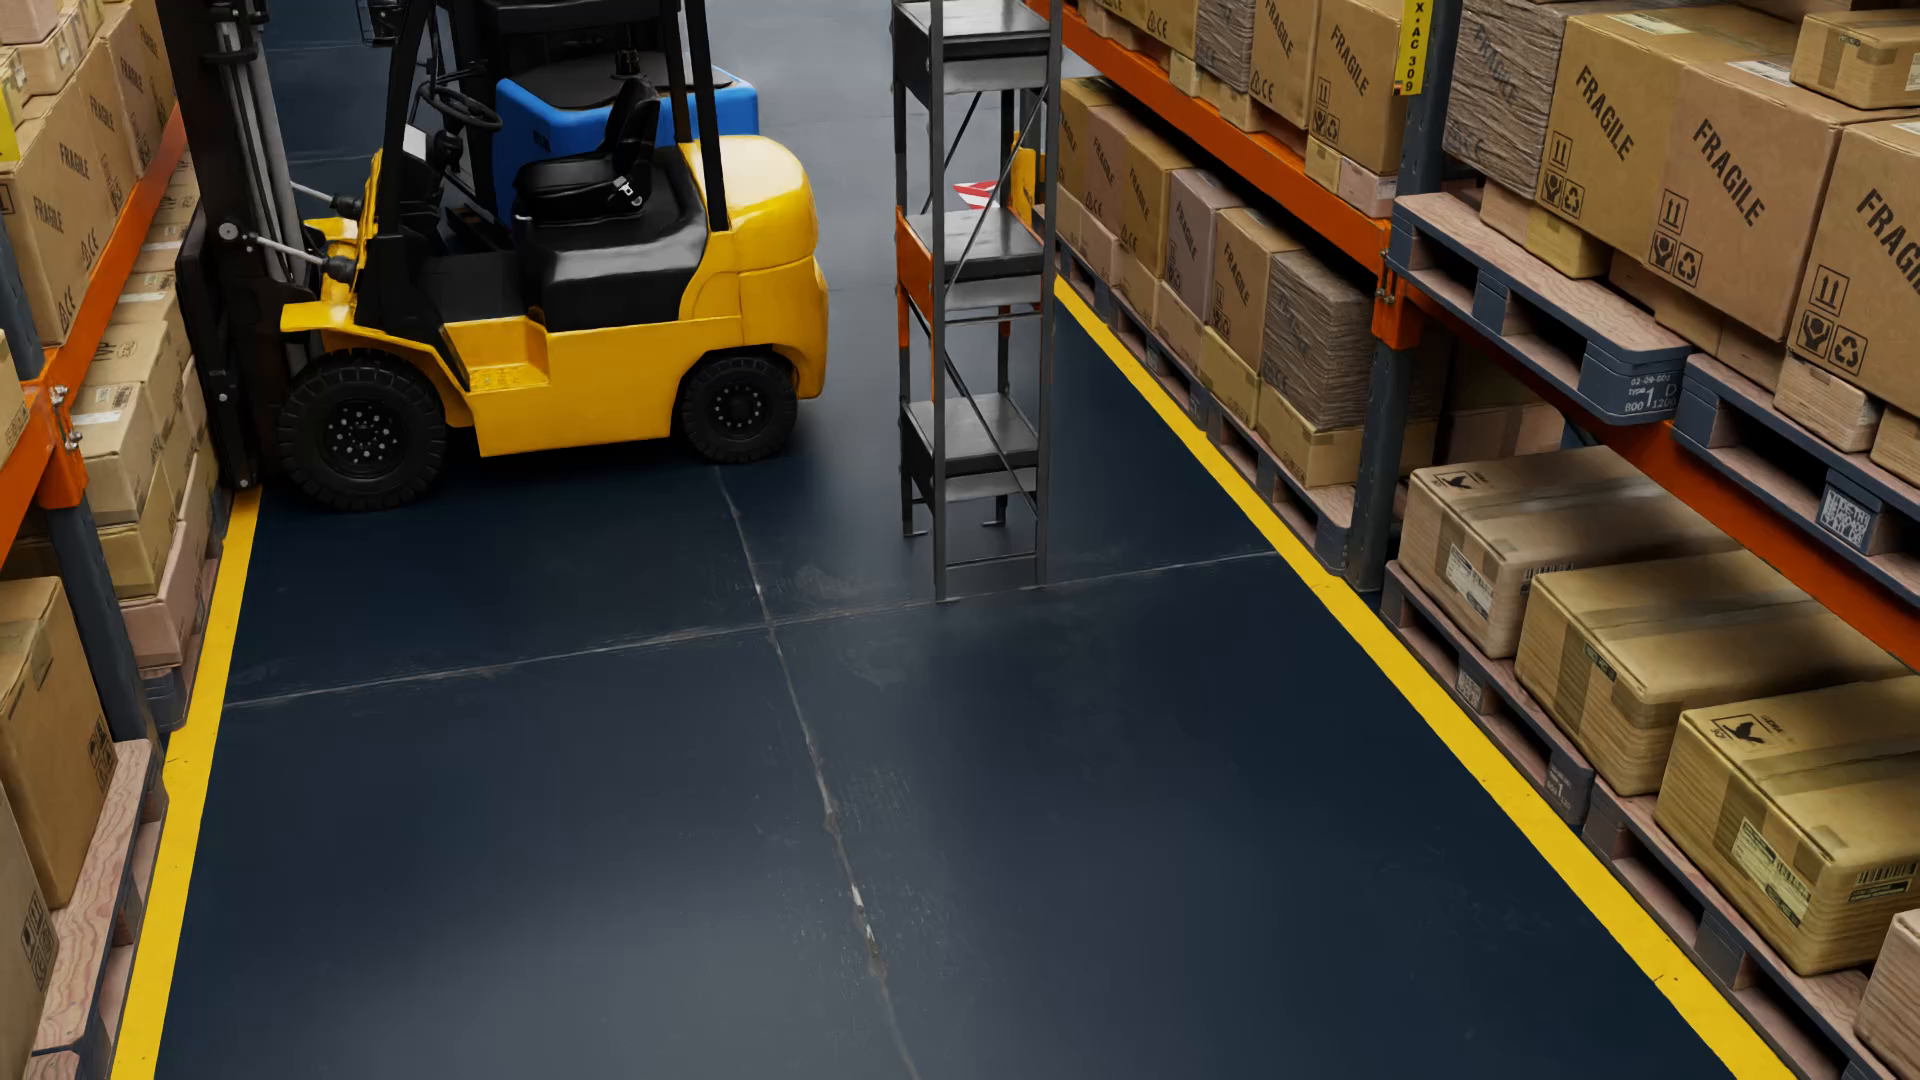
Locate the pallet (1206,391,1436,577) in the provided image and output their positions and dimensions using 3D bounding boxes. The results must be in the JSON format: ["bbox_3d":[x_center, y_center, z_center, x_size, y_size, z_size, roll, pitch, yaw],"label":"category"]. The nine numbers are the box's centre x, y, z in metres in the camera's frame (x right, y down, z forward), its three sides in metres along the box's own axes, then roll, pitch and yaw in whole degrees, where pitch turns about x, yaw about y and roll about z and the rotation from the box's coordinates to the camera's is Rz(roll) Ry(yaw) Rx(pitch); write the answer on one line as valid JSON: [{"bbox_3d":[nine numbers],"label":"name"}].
[{"bbox_3d":[1.670,-0.310,6.575,1.003,0.211,1.213,-8,31,-13],"label":"pallet"}]

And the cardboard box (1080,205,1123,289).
[{"bbox_3d":[0.897,-1.447,8.081,0.500,0.250,0.500,-7,31,-11],"label":"cardboard box"}]

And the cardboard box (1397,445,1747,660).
[{"bbox_3d":[2.024,0.011,5.440,0.950,0.372,0.625,-7,31,-13],"label":"cardboard box"}]

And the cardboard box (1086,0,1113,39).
[{"bbox_3d":[0.807,-2.441,7.724,0.380,0.149,0.250,-7,31,-13],"label":"cardboard box"}]

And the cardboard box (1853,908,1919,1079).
[{"bbox_3d":[2.600,1.061,3.627,0.950,0.372,0.625,-8,31,-14],"label":"cardboard box"}]

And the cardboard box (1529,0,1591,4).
[{"bbox_3d":[1.666,-1.557,4.483,0.380,0.149,0.250,-8,31,-13],"label":"cardboard box"}]

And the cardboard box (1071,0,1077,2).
[{"bbox_3d":[0.711,-2.829,8.394,0.380,0.149,0.250,-8,31,-13],"label":"cardboard box"}]

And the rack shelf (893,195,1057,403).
[{"bbox_3d":[0.044,-0.817,5.593,0.431,0.518,0.480,-8,31,-13],"label":"rack shelf"}]

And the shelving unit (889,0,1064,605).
[{"bbox_3d":[0.044,-0.829,5.586,0.431,2.100,0.503,-8,31,-13],"label":"shelving unit"}]

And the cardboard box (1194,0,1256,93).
[{"bbox_3d":[1.240,-2.048,6.398,0.500,0.500,0.500,-7,31,-12],"label":"cardboard box"}]

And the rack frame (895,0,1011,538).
[{"bbox_3d":[-0.021,-0.947,5.789,0.400,2.100,0.015,-8,31,-13],"label":"rack frame"}]

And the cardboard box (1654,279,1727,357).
[{"bbox_3d":[1.959,-0.583,4.094,0.380,0.149,0.250,-7,31,-13],"label":"cardboard box"}]

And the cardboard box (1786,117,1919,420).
[{"bbox_3d":[2.129,-0.557,3.402,0.500,0.500,0.500,-9,31,-15],"label":"cardboard box"}]

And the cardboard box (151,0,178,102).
[{"bbox_3d":[-3.451,-2.056,6.708,0.500,0.500,0.500,-7,31,-12],"label":"cardboard box"}]

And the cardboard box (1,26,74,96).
[{"bbox_3d":[-2.893,-1.424,4.969,0.380,0.149,0.250,-7,31,-12],"label":"cardboard box"}]

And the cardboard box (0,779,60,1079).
[{"bbox_3d":[-2.554,0.937,3.588,0.875,0.625,0.625,-8,31,-14],"label":"cardboard box"}]

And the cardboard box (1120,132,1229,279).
[{"bbox_3d":[1.044,-1.512,7.445,0.500,0.500,0.500,-7,31,-12],"label":"cardboard box"}]

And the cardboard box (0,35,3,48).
[{"bbox_3d":[-2.933,-1.418,4.661,0.380,0.149,0.250,-8,31,-14],"label":"cardboard box"}]

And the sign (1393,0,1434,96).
[{"bbox_3d":[1.361,-1.496,4.976,0.100,0.325,0.005,-8,31,-13],"label":"sign"}]

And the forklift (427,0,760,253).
[{"bbox_3d":[-2.156,-2.962,8.441,1.130,2.935,3.031,-18,34,-28],"label":"forklift"}]

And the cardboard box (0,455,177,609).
[{"bbox_3d":[-2.733,-0.018,5.113,0.500,0.250,0.500,-8,31,-14],"label":"cardboard box"}]

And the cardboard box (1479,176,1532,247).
[{"bbox_3d":[1.725,-0.961,4.748,0.380,0.149,0.250,-7,31,-13],"label":"cardboard box"}]

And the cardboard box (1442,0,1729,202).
[{"bbox_3d":[1.731,-1.286,4.662,0.500,0.500,0.500,-7,31,-12],"label":"cardboard box"}]

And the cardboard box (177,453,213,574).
[{"bbox_3d":[-2.861,-0.048,5.664,0.500,0.250,0.500,-9,31,-14],"label":"cardboard box"}]

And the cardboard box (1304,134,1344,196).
[{"bbox_3d":[1.431,-1.323,5.792,0.380,0.149,0.250,-7,31,-12],"label":"cardboard box"}]

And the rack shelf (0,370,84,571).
[{"bbox_3d":[-2.371,0.742,2.692,1.077,0.370,4.000,-8,31,-13],"label":"rack shelf"}]

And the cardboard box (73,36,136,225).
[{"bbox_3d":[-3.058,-1.321,5.439,0.500,0.500,0.500,-8,31,-14],"label":"cardboard box"}]

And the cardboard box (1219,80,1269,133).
[{"bbox_3d":[1.231,-1.693,6.432,0.380,0.149,0.250,-8,31,-14],"label":"cardboard box"}]

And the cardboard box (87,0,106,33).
[{"bbox_3d":[-3.124,-1.798,5.614,0.380,0.149,0.250,-8,31,-14],"label":"cardboard box"}]

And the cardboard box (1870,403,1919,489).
[{"bbox_3d":[2.143,-0.203,3.438,0.380,0.149,0.250,-9,31,-15],"label":"cardboard box"}]

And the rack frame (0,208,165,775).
[{"bbox_3d":[-2.902,-0.535,4.180,1.000,3.000,0.127,-8,31,-13],"label":"rack frame"}]

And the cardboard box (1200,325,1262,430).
[{"bbox_3d":[1.316,-0.694,6.781,0.500,0.250,0.500,-9,31,-15],"label":"cardboard box"}]

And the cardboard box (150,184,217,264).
[{"bbox_3d":[-3.256,-1.223,6.695,0.500,0.250,0.500,-7,31,-13],"label":"cardboard box"}]

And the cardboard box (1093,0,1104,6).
[{"bbox_3d":[0.820,-2.786,7.672,0.500,0.500,0.500,-7,31,-12],"label":"cardboard box"}]

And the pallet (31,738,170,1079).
[{"bbox_3d":[-2.669,1.022,4.273,1.003,0.211,1.213,-8,31,-13],"label":"pallet"}]

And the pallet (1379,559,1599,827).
[{"bbox_3d":[2.091,0.386,5.373,1.003,0.211,1.213,-8,31,-13],"label":"pallet"}]

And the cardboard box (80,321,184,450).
[{"bbox_3d":[-2.854,-0.483,5.418,0.500,0.250,0.500,-8,31,-13],"label":"cardboard box"}]

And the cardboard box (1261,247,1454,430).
[{"bbox_3d":[1.467,-0.763,6.152,0.500,0.500,0.500,-8,31,-14],"label":"cardboard box"}]

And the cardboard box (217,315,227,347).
[{"bbox_3d":[-3.124,-0.749,6.377,0.500,0.250,0.500,-8,31,-13],"label":"cardboard box"}]

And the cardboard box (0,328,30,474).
[{"bbox_3d":[-2.516,-0.262,3.858,0.500,0.250,0.500,-7,31,-12],"label":"cardboard box"}]

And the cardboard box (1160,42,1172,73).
[{"bbox_3d":[1.078,-2.070,7.082,0.380,0.149,0.250,-9,31,-15],"label":"cardboard box"}]

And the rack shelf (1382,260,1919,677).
[{"bbox_3d":[2.413,0.080,3.835,1.077,0.370,4.000,-8,31,-13],"label":"rack shelf"}]
